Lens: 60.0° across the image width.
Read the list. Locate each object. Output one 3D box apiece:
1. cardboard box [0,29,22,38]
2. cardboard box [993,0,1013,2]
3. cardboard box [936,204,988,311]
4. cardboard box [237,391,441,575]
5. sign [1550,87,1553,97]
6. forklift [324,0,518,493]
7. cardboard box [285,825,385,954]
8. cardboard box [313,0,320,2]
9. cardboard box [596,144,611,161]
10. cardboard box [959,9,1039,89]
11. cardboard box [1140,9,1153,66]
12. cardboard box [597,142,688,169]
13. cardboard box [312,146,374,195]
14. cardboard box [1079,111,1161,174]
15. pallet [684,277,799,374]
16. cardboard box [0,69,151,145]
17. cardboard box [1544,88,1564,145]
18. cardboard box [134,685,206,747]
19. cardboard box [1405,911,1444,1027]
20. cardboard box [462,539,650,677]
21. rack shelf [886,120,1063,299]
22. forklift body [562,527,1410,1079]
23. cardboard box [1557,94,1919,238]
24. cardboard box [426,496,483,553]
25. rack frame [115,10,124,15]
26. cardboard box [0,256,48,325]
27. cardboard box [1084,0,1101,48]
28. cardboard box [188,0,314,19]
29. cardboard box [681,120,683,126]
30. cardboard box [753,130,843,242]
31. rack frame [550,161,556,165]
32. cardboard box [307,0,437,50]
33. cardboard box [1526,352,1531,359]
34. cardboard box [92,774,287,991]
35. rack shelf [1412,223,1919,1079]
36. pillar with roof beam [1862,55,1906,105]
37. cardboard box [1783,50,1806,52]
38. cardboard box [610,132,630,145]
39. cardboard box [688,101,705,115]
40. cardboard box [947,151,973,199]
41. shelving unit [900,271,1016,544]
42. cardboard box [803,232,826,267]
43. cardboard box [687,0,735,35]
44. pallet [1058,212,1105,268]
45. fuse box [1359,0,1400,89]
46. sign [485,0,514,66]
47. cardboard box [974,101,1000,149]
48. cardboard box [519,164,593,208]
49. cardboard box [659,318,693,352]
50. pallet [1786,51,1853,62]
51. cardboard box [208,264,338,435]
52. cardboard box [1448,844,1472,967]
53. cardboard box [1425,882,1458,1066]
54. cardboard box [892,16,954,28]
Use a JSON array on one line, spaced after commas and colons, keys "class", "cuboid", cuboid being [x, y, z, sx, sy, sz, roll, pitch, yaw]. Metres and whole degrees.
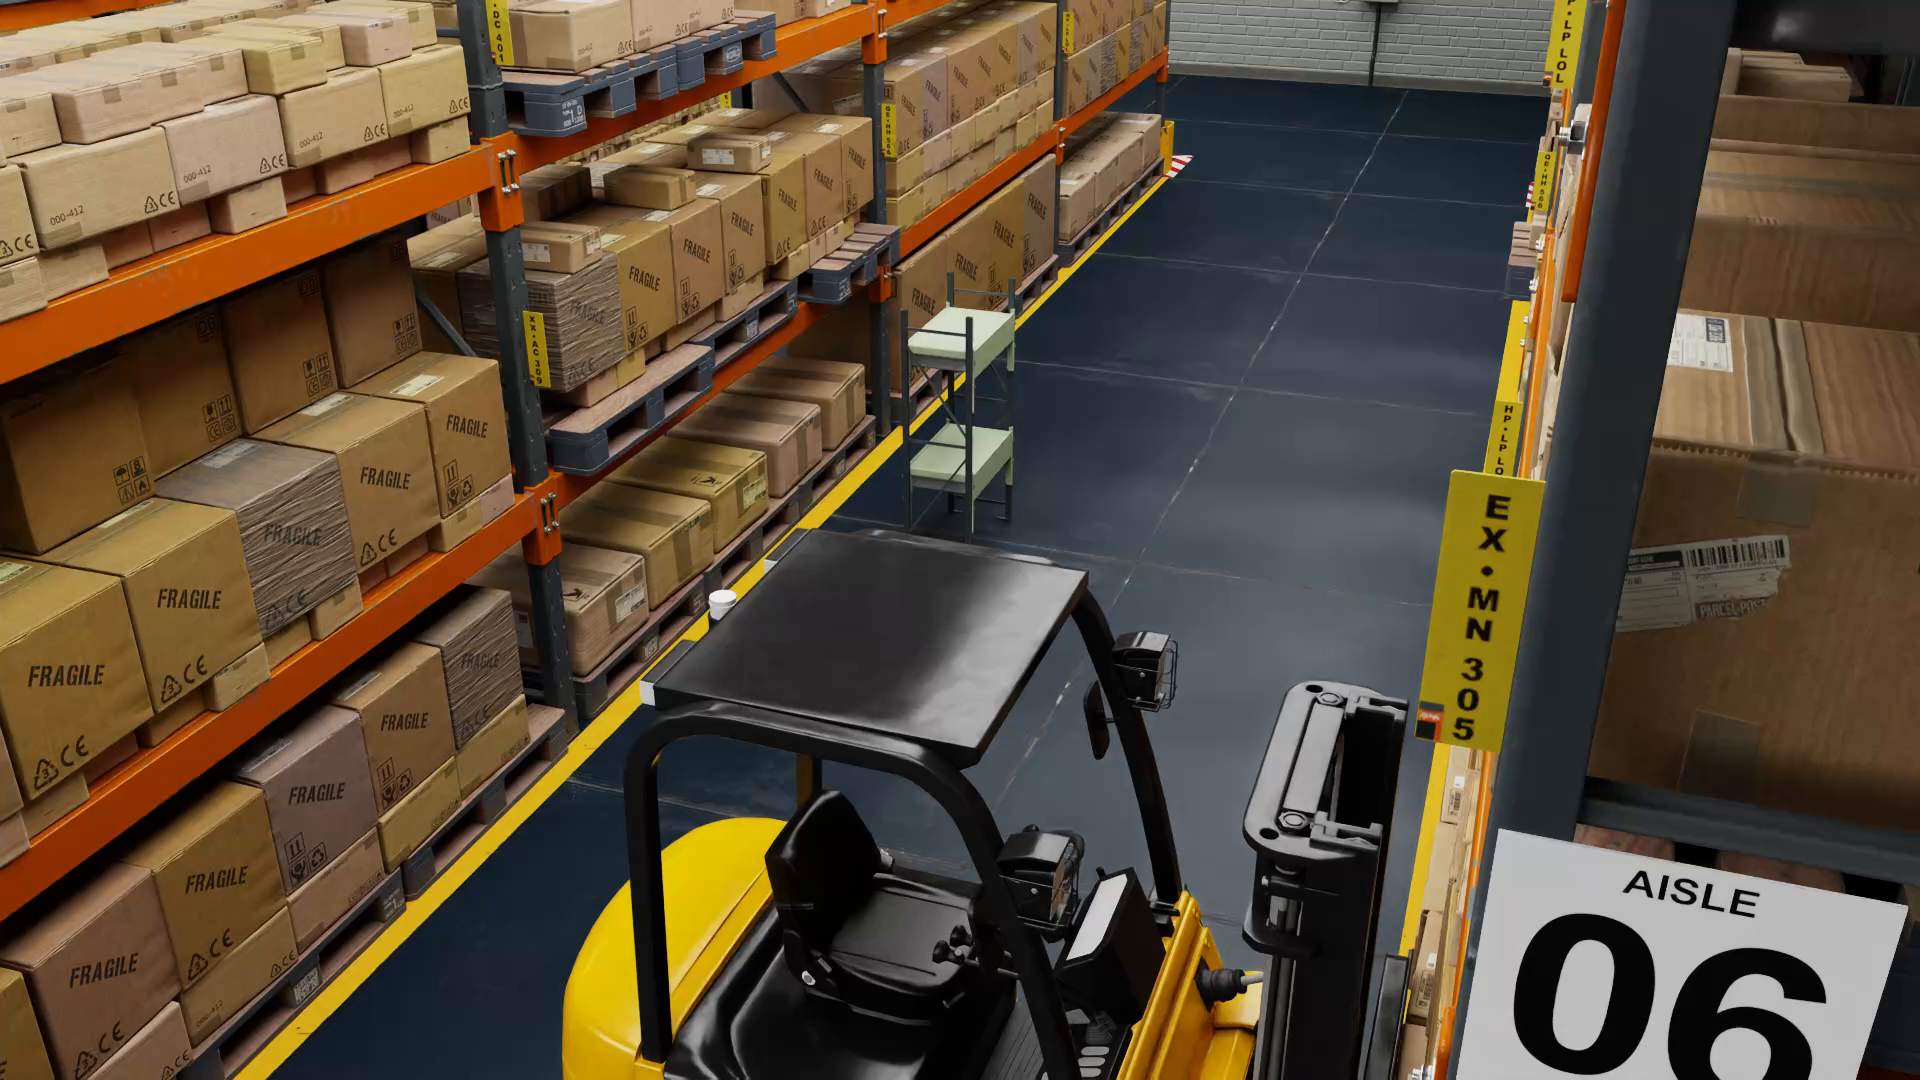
[{"class": "cardboard box", "cuboid": [-9.209, -4.603, 15.701, 0.500, 0.500, 0.500, 8, 27, 17]}, {"class": "cardboard box", "cuboid": [0.269, -4.500, 14.340, 0.500, 0.500, 0.500, 9, 27, 17]}, {"class": "cardboard box", "cuboid": [-0.349, -1.998, 12.390, 0.875, 0.875, 0.875, 9, 27, 18]}, {"class": "cardboard box", "cuboid": [-2.367, -0.231, 6.329, 0.500, 0.500, 0.500, 10, 27, 19]}, {"class": "sign", "cuboid": [4.541, -3.518, 12.580, 0.100, 0.325, 0.005, 9, 27, 17]}, {"class": "forklift", "cuboid": [-3.853, -1.619, 9.731, 3.031, 2.935, 1.130, -7, 27, -13]}, {"class": "cardboard box", "cuboid": [-2.574, 1.276, 6.347, 0.500, 0.250, 0.500, 9, 27, 18]}, {"class": "cardboard box", "cuboid": [-7.722, -6.472, 19.506, 0.500, 0.250, 0.500, 8, 27, 17]}, {"class": "cardboard box", "cuboid": [-3.767, -3.923, 16.858, 0.380, 0.149, 0.250, 7, 27, 15]}, {"class": "cardboard box", "cuboid": [0.296, -3.832, 12.961, 0.500, 0.500, 0.500, 9, 27, 18]}, {"class": "cardboard box", "cuboid": [1.612, -5.019, 16.560, 0.500, 0.500, 0.500, 8, 27, 16]}, {"class": "cardboard box", "cuboid": [-1.663, -1.909, 9.314, 0.500, 0.500, 0.500, 9, 27, 18]}, {"class": "cardboard box", "cuboid": [-2.336, -1.347, 5.936, 0.380, 0.149, 0.250, 9, 27, 18]}, {"class": "cardboard box", "cuboid": [1.579, -4.165, 17.368, 0.875, 0.438, 0.875, 8, 27, 16]}, {"class": "pallet", "cuboid": [-1.578, -1.222, 9.051, 1.003, 0.211, 1.213, 9, 27, 17]}, {"class": "cardboard box", "cuboid": [-2.615, -1.266, 4.855, 0.380, 0.149, 0.250, 9, 27, 18]}, {"class": "cardboard box", "cuboid": [4.511, -2.908, 11.717, 0.700, 0.500, 0.500, 9, 27, 18]}, {"class": "cardboard box", "cuboid": [-2.748, 0.531, 5.500, 0.380, 0.149, 0.250, 8, 27, 16]}, {"class": "cardboard box", "cuboid": [1.601, 1.401, 4.939, 0.500, 0.250, 0.500, 10, 27, 19]}, {"class": "cardboard box", "cuboid": [-2.117, 0.294, 8.234, 0.950, 0.372, 0.625, 9, 27, 18]}, {"class": "rack shelf", "cuboid": [-0.293, -2.625, 12.556, 1.077, 0.370, 4.000, 9, 27, 17]}, {"class": "forklift body", "cuboid": [-0.028, 1.217, 4.769, 2.313, 2.155, 1.214, 9, 27, 17]}, {"class": "cardboard box", "cuboid": [1.645, -0.611, 3.412, 0.797, 0.503, 0.637, 10, 27, 19]}, {"class": "cardboard box", "cuboid": [-2.185, -0.091, 6.783, 0.380, 0.149, 0.250, 9, 27, 19]}, {"class": "rack frame", "cuboid": [-8.972, -5.208, 17.065, 1.000, 3.000, 0.127, 9, 27, 17]}, {"class": "cardboard box", "cuboid": [-2.778, -0.697, 4.595, 0.380, 0.149, 0.250, 9, 27, 18]}, {"class": "cardboard box", "cuboid": [0.934, -4.633, 14.615, 0.500, 0.500, 0.500, 8, 27, 17]}, {"class": "cardboard box", "cuboid": [-2.702, -1.997, 6.364, 0.380, 0.149, 0.250, 8, 27, 17]}, {"class": "cardboard box", "cuboid": [-3.262, -4.563, 18.181, 0.380, 0.149, 0.250, 8, 27, 17]}, {"class": "cardboard box", "cuboid": [-1.009, -2.054, 9.612, 0.500, 0.500, 0.500, 8, 27, 17]}, {"class": "rack frame", "cuboid": [-4.329, -4.447, 15.493, 1.000, 3.000, 0.127, 9, 27, 17]}, {"class": "cardboard box", "cuboid": [-2.189, -1.918, 6.199, 0.380, 0.149, 0.250, 9, 27, 19]}, {"class": "cardboard box", "cuboid": [2.655, -0.583, 7.111, 0.500, 0.250, 0.500, 9, 27, 18]}, {"class": "cardboard box", "cuboid": [-2.739, 1.150, 5.746, 0.500, 0.500, 0.500, 9, 27, 18]}, {"class": "rack shelf", "cuboid": [1.727, 0.030, 3.629, 1.077, 0.370, 4.000, 9, 27, 17]}, {"class": "pillar with roof beam", "cuboid": [0.080, -4.067, 7.824, 9.100, 9.000, 0.400, 9, 27, 17]}, {"class": "cardboard box", "cuboid": [3.381, -2.181, 7.042, 0.380, 0.166, 0.250, 9, 27, 17]}, {"class": "cardboard box", "cuboid": [-3.606, -4.151, 16.989, 0.380, 0.149, 0.250, 9, 27, 19]}, {"class": "cardboard box", "cuboid": [-3.039, -4.791, 18.309, 0.380, 0.149, 0.250, 8, 27, 16]}, {"class": "cardboard box", "cuboid": [-0.224, -2.653, 11.959, 0.500, 0.250, 0.500, 10, 27, 19]}, {"class": "shelving unit", "cuboid": [-0.002, -0.672, 9.417, 0.431, 1.500, 0.755, 9, 27, 17]}, {"class": "cardboard box", "cuboid": [-0.999, -1.701, 9.628, 0.380, 0.149, 0.250, 7, 27, 15]}, {"class": "cardboard box", "cuboid": [-1.402, -2.556, 7.835, 0.500, 0.250, 0.500, 8, 27, 17]}, {"class": "pallet", "cuboid": [0.700, -2.817, 15.326, 1.003, 0.211, 1.213, 9, 27, 17]}, {"class": "fuse box", "cuboid": [5.491, -6.791, 21.812, 0.539, 1.711, 0.414, 9, 27, 17]}, {"class": "sign", "cuboid": [-1.775, -1.991, 6.384, 0.100, 0.325, 0.005, 9, 27, 17]}, {"class": "cardboard box", "cuboid": [-0.025, -3.079, 12.266, 0.500, 0.250, 0.500, 9, 27, 18]}, {"class": "cardboard box", "cuboid": [-2.063, -1.767, 8.275, 0.380, 0.149, 0.250, 8, 27, 15]}, {"class": "cardboard box", "cuboid": [-1.569, -1.069, 8.323, 0.380, 0.149, 0.250, 9, 27, 18]}, {"class": "pallet", "cuboid": [3.582, -2.382, 8.003, 1.213, 0.211, 1.003, 10, 28, 20]}, {"class": "cardboard box", "cuboid": [-2.831, -0.756, 6.267, 0.700, 0.500, 0.500, 9, 27, 18]}, {"class": "cardboard box", "cuboid": [1.231, 0.798, 3.459, 0.380, 0.149, 0.250, 9, 27, 19]}, {"class": "cardboard box", "cuboid": [1.329, 1.171, 3.775, 0.500, 0.500, 0.500, 8, 27, 16]}, {"class": "cardboard box", "cuboid": [-0.357, -3.708, 12.704, 0.500, 0.500, 0.500, 8, 27, 16]}]
